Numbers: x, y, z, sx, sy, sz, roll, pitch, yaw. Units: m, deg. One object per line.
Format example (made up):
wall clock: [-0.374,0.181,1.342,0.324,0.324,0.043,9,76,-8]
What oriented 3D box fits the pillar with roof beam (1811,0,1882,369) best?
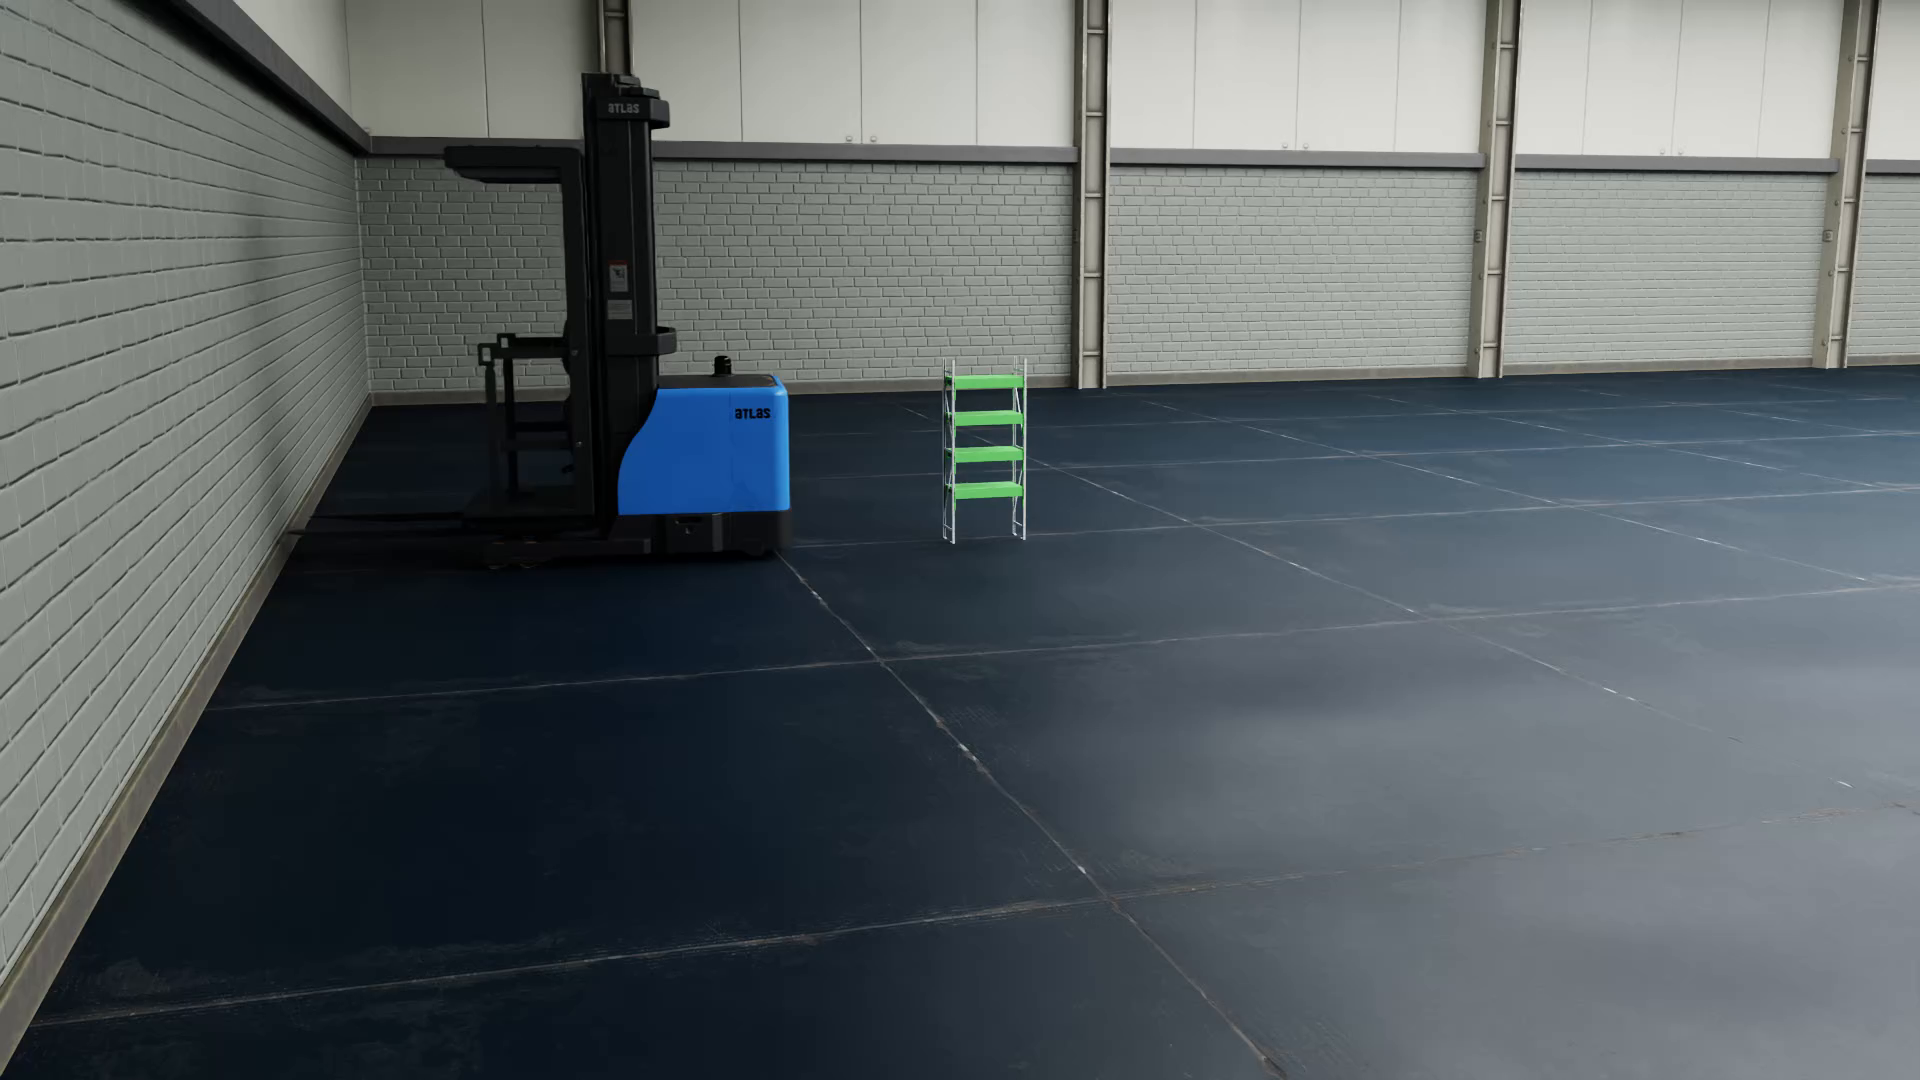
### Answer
pillar with roof beam: [14.424,-6.304,20.435,0.400,9.000,9.100,-3,11,-16]

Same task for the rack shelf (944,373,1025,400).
rack shelf: [0.159,-1.008,10.908,0.480,0.148,0.258,-3,11,-16]

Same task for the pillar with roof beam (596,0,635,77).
pillar with roof beam: [-2.858,-5.393,15.487,0.400,9.000,9.100,-3,11,-16]

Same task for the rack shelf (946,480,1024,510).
rack shelf: [0.159,-0.300,11.038,0.480,0.148,0.258,-3,11,-16]

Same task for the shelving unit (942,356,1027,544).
shelving unit: [0.159,-0.598,10.983,0.503,1.200,0.258,-3,11,-16]

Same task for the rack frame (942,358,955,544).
rack frame: [-0.075,-0.586,10.916,0.015,1.200,0.240,-3,11,-16]

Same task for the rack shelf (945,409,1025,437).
rack shelf: [0.159,-0.772,10.951,0.480,0.148,0.258,-3,11,-16]

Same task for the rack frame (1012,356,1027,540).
rack frame: [0.393,-0.611,11.050,0.015,1.200,0.240,-3,11,-16]

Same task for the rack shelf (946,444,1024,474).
rack shelf: [0.159,-0.536,10.995,0.480,0.148,0.258,-3,11,-16]

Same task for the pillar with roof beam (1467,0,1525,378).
pillar with roof beam: [8.664,-6.000,18.786,0.400,9.000,9.100,-3,11,-16]

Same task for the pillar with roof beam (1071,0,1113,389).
pillar with roof beam: [2.903,-5.697,17.136,0.400,9.000,9.100,-3,11,-16]

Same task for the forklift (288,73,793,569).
forklift: [-2.614,-1.366,10.372,3.031,2.935,1.130,-2,11,-9]
